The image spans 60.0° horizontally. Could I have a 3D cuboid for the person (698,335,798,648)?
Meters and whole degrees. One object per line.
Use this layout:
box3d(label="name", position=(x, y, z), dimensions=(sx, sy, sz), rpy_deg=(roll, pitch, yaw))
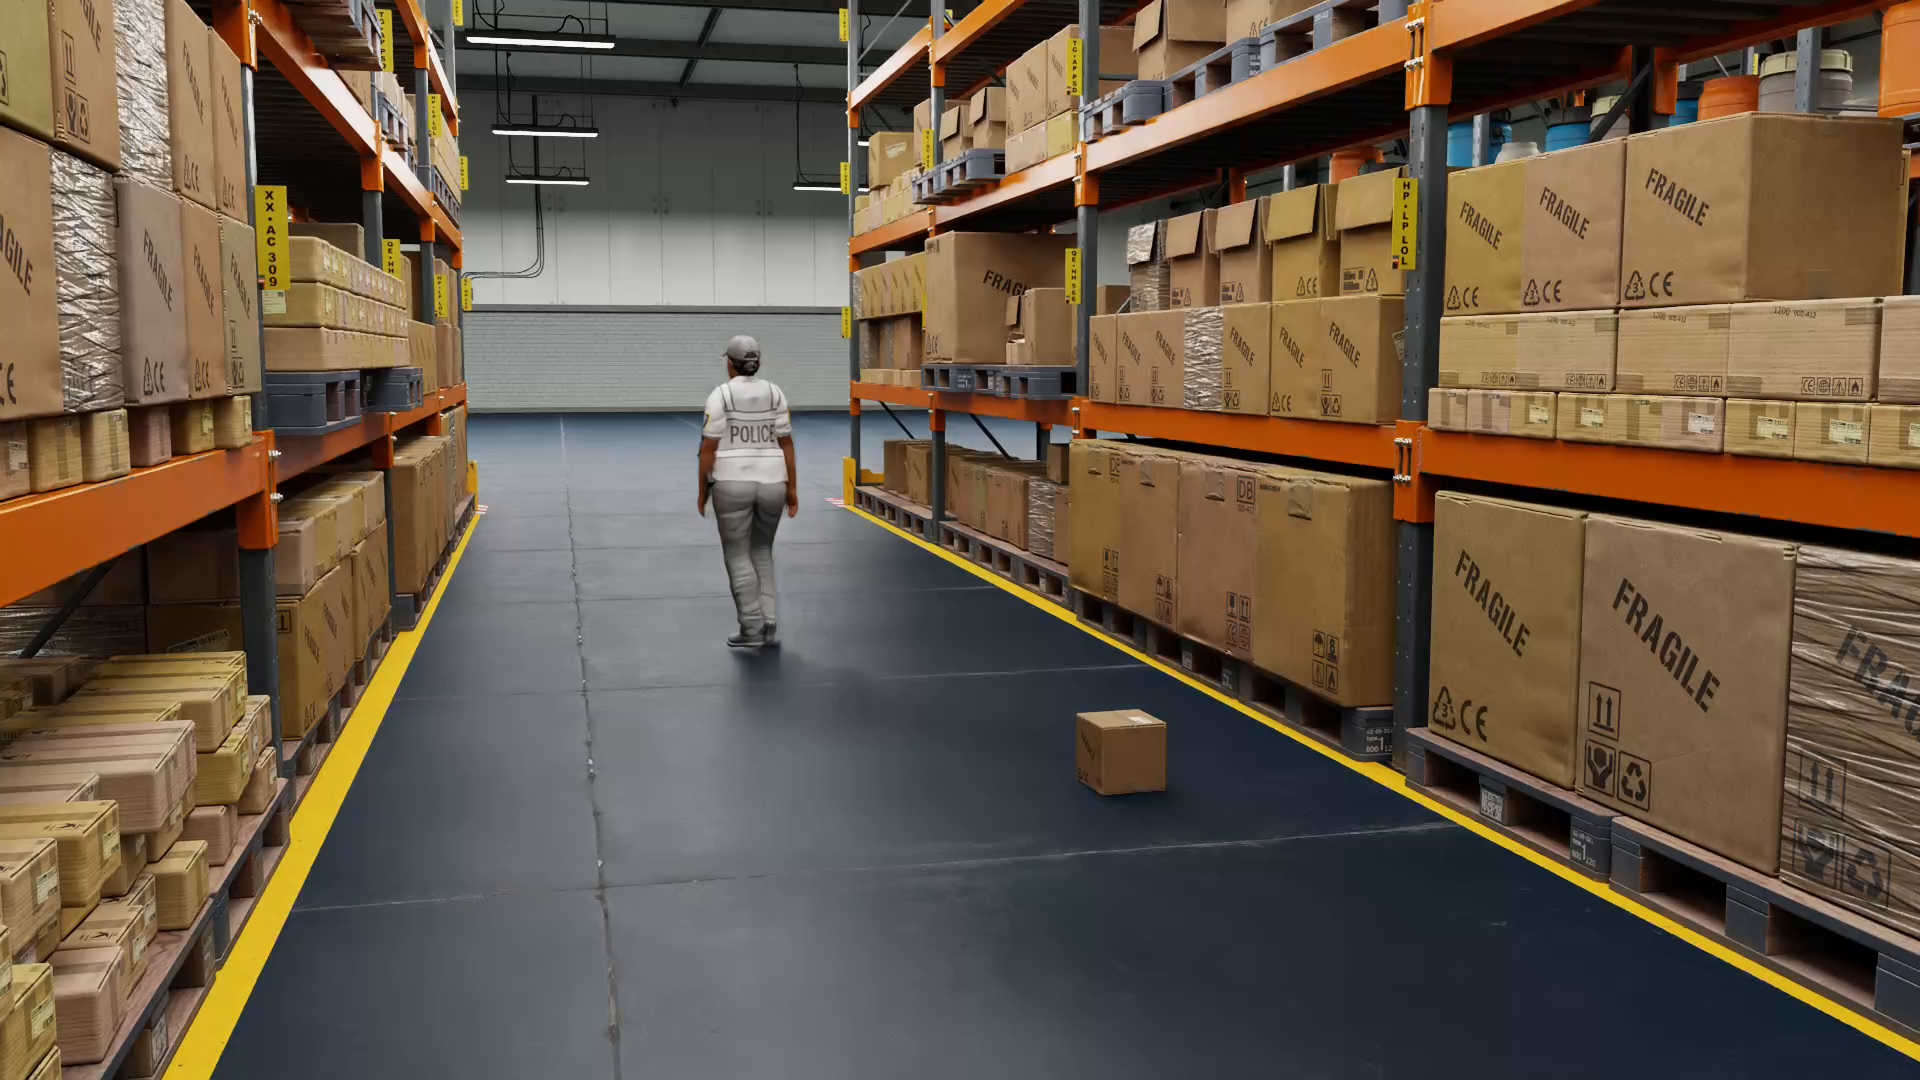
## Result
box3d(label="person", position=(-1.129, -0.220, 8.893), dimensions=(0.529, 1.736, 0.494), rpy_deg=(-4, 7, -33))
